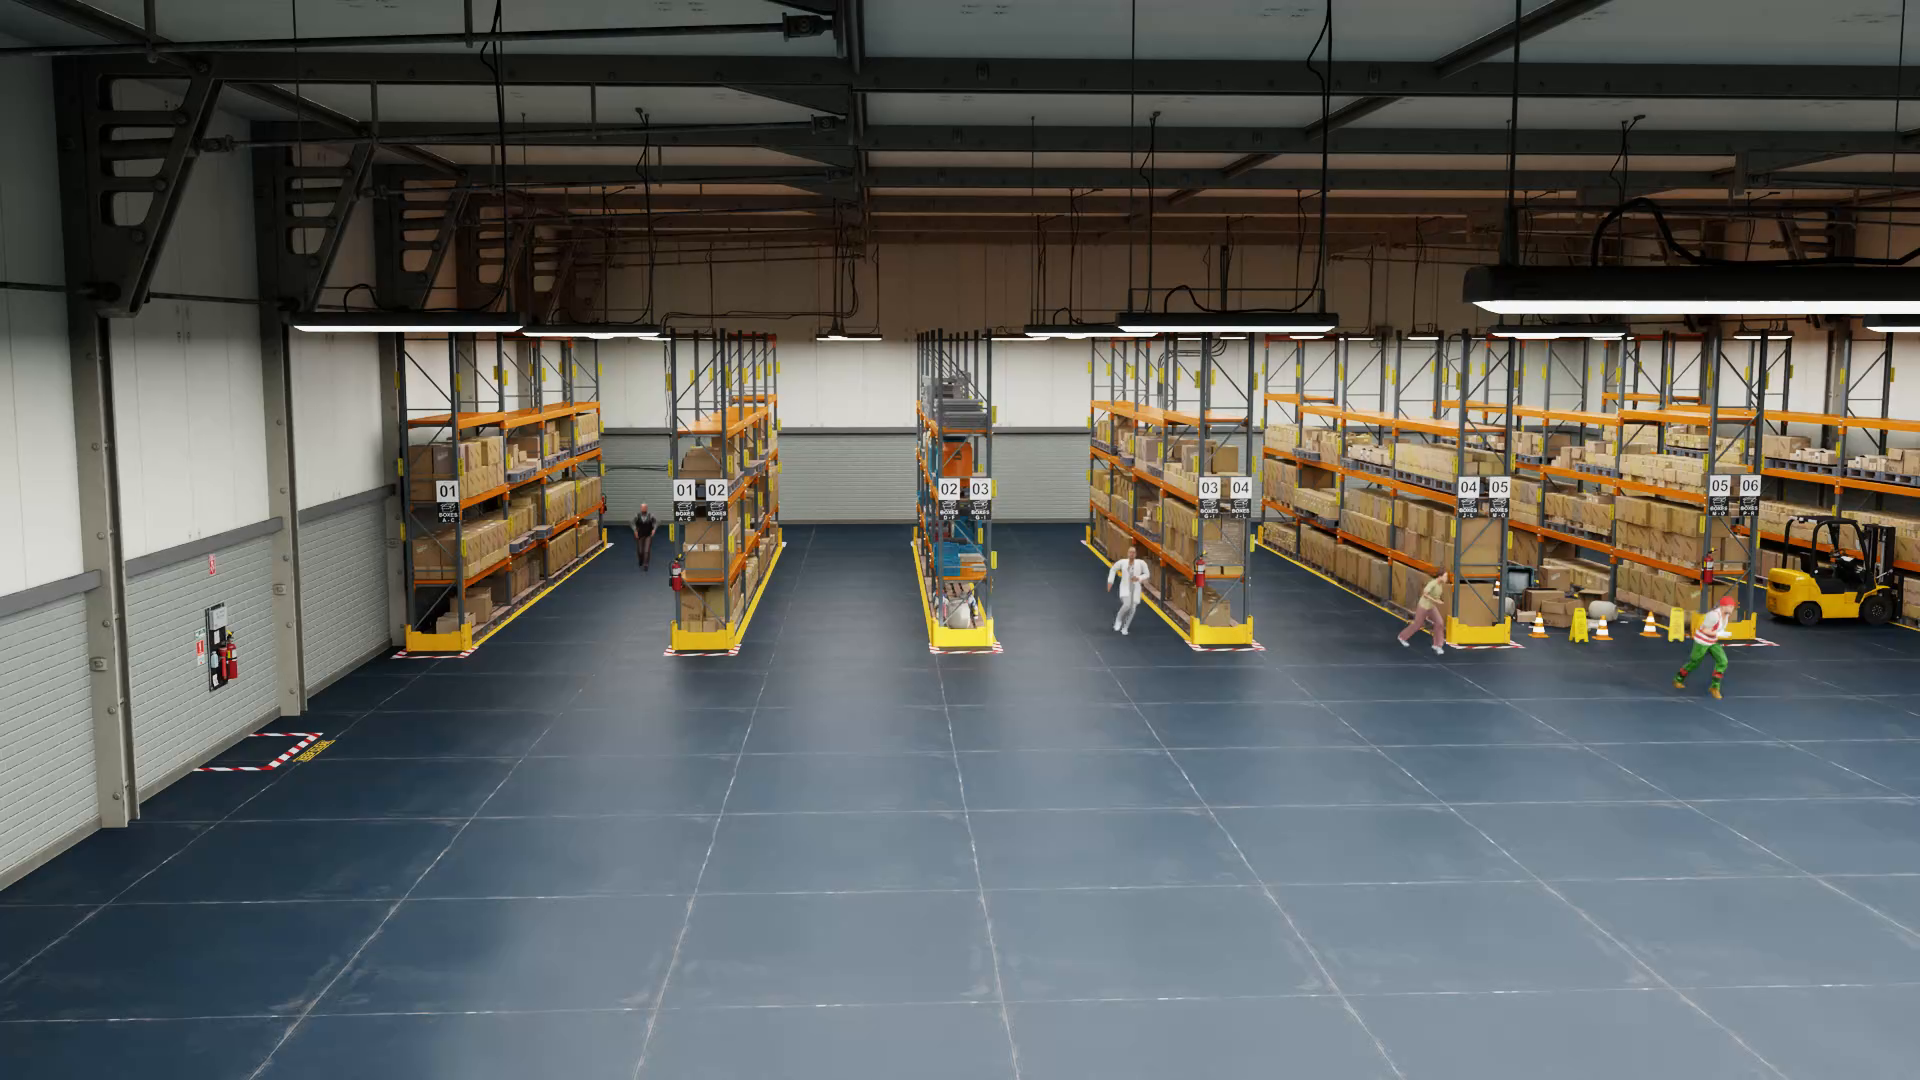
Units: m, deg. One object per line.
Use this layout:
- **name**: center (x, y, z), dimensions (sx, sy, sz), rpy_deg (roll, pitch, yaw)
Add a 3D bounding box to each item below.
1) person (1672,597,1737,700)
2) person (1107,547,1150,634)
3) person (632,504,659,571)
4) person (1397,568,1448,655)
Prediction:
- **person**: center (12.139, 1.732, 27.085), dimensions (0.707, 1.722, 1.028), rpy_deg (-5, 8, -35)
- **person**: center (3.345, 1.004, 32.876), dimensions (0.790, 1.734, 0.637), rpy_deg (-1, 7, -8)
- **person**: center (-7.998, -0.085, 42.263), dimensions (0.682, 1.702, 0.605), rpy_deg (-1, 7, -8)
- **person**: center (8.638, 1.306, 31.030), dimensions (0.974, 1.628, 0.619), rpy_deg (5, 9, 39)
